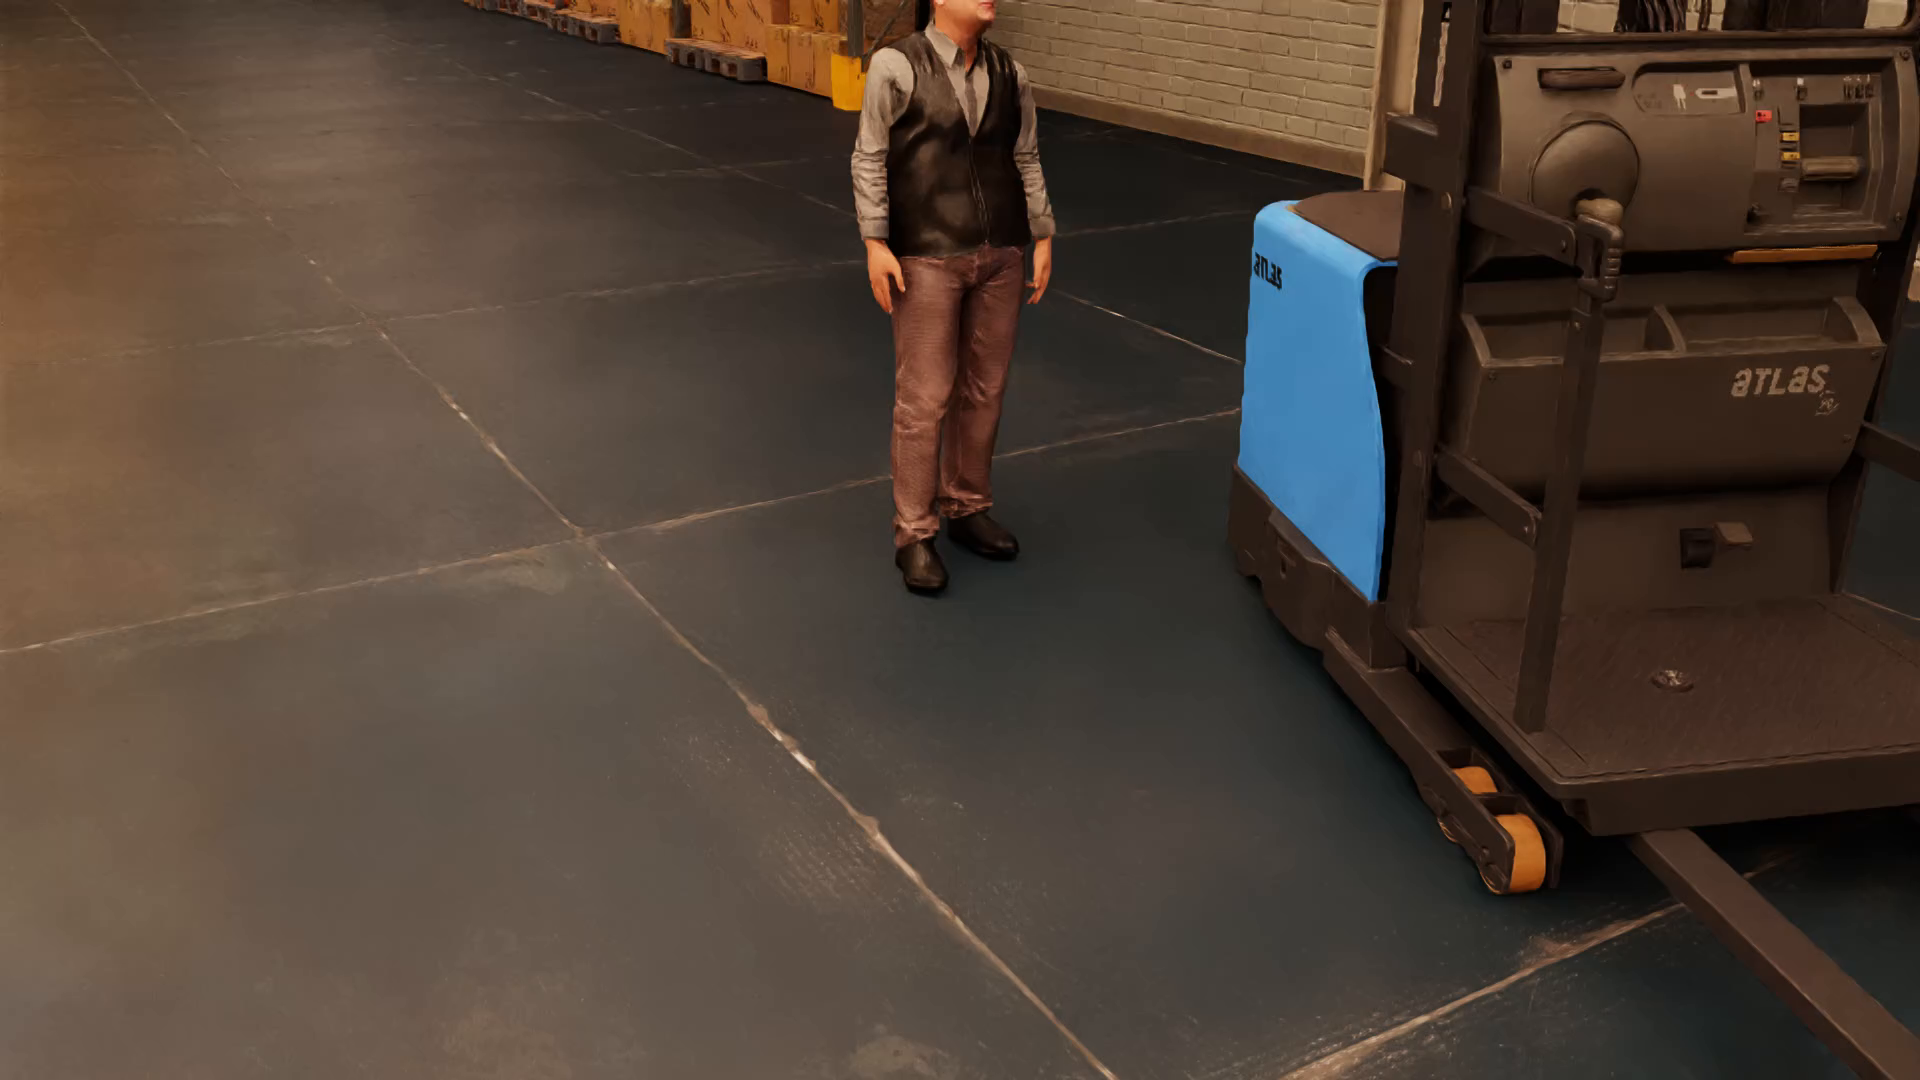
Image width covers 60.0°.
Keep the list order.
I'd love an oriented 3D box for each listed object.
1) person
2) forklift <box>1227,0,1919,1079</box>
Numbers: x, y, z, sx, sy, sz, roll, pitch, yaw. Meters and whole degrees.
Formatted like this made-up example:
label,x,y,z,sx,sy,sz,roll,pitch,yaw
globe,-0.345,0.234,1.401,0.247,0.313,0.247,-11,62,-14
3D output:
label,x,y,z,sx,sy,sz,roll,pitch,yaw
person,0.024,-0.781,4.751,0.632,1.720,0.567,-12,25,-28
forklift,1.560,-0.785,3.187,1.130,2.935,3.031,-4,23,-9
